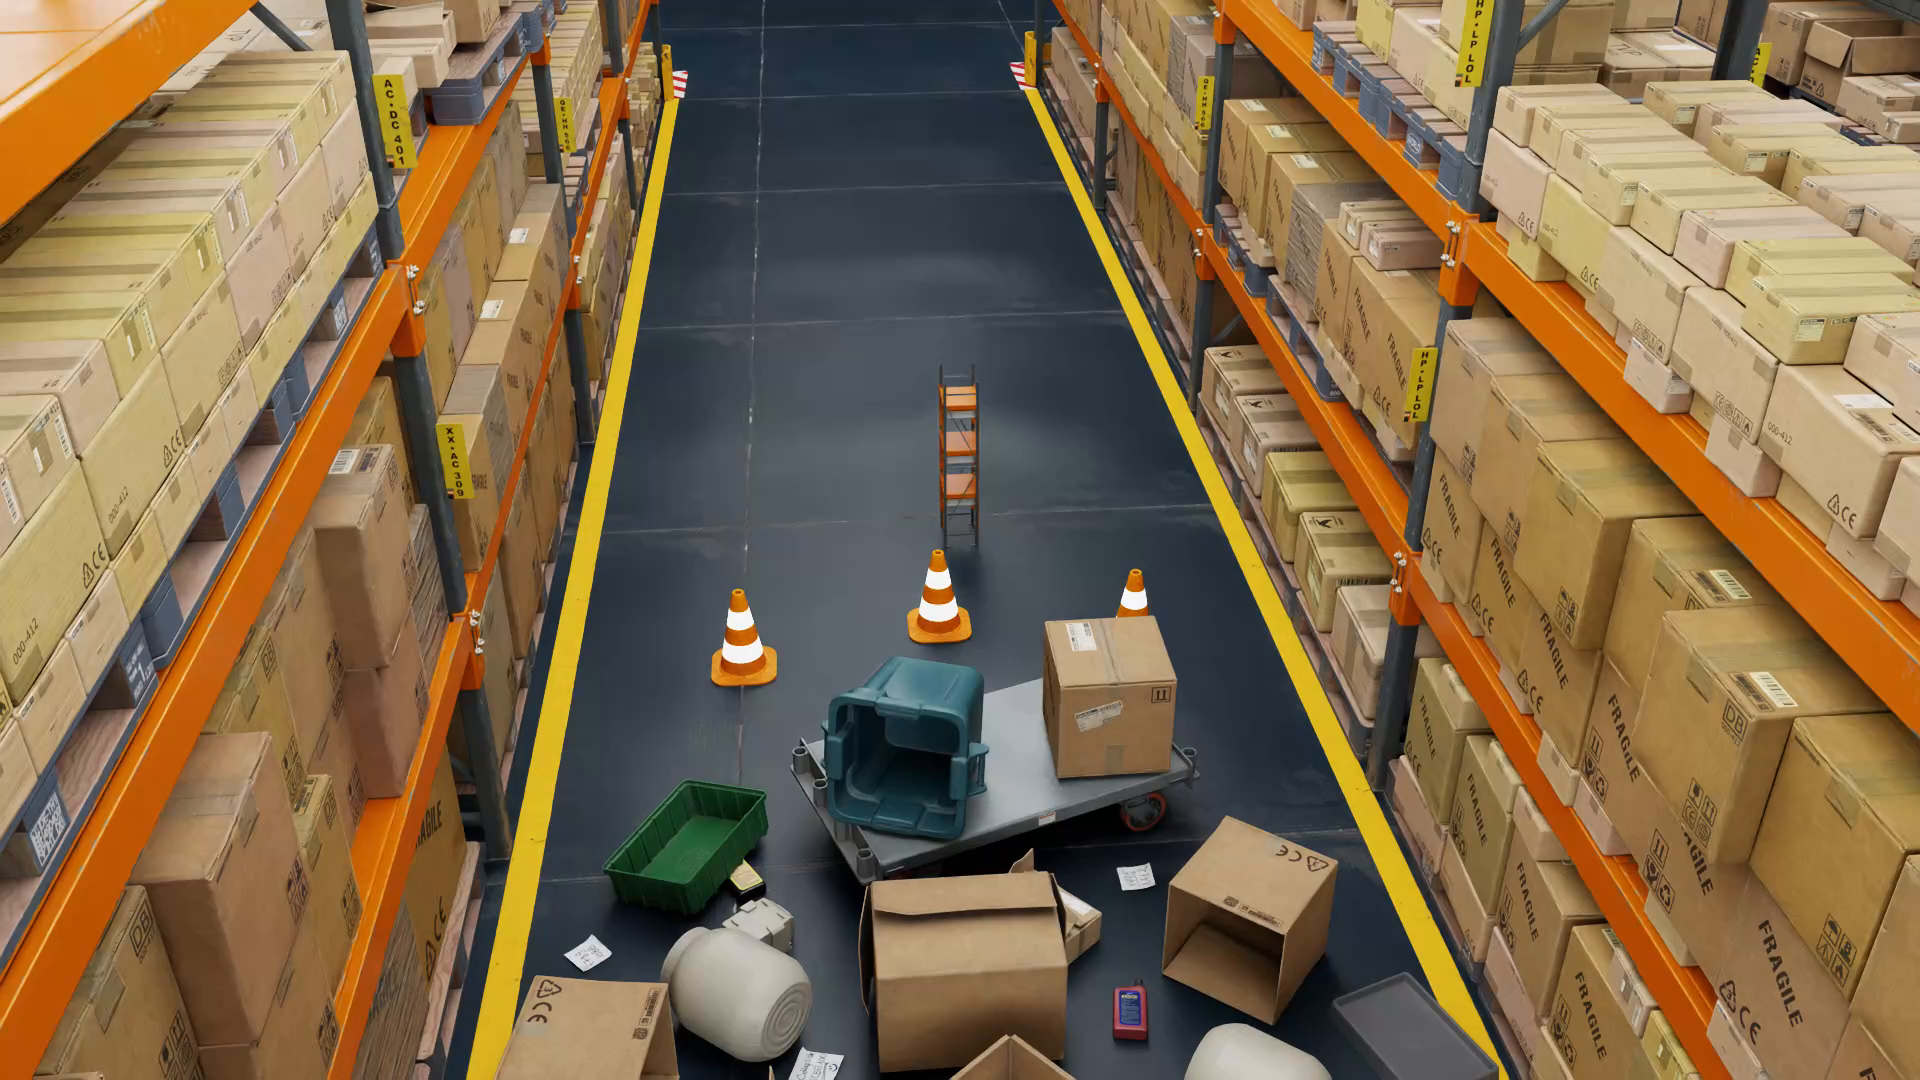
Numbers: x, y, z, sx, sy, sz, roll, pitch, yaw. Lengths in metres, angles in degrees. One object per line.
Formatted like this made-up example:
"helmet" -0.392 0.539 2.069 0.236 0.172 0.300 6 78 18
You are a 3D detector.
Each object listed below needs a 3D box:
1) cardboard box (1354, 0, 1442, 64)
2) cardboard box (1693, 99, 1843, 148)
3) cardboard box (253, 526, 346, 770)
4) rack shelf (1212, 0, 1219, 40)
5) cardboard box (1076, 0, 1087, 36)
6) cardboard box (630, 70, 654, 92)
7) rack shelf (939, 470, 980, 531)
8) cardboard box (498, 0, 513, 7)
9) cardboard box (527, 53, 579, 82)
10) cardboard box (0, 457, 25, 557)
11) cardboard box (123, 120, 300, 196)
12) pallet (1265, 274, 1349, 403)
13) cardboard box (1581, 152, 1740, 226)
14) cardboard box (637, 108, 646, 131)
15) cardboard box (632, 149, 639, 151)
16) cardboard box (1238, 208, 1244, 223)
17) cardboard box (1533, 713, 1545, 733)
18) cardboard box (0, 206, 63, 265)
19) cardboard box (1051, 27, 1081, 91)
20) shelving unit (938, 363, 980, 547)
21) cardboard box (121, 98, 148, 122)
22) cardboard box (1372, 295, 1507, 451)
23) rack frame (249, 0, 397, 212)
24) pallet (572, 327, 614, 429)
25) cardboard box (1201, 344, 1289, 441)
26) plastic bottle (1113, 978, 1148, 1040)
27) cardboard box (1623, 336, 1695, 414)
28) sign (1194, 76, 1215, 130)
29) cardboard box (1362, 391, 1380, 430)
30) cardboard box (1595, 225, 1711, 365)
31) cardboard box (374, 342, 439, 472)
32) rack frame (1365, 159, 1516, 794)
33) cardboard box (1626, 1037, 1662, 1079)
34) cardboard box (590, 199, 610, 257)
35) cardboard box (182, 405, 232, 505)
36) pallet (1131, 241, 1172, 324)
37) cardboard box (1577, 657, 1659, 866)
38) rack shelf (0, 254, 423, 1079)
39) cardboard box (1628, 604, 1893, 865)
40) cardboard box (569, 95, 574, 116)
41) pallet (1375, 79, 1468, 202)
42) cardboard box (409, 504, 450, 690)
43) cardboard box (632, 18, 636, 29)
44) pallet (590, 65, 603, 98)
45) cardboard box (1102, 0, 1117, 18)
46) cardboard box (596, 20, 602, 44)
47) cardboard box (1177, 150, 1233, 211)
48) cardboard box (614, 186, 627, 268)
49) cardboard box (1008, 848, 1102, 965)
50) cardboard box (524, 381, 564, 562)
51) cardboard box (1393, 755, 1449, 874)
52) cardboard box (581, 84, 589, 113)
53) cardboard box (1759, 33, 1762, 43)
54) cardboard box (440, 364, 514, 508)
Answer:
"cardboard box" 2.132 -2.372 7.608 0.500 0.250 0.500 -2 31 -4
"cardboard box" 2.768 -1.400 5.711 0.380 0.149 0.250 -3 31 -6
"cardboard box" -2.418 0.350 5.040 0.875 0.550 0.550 -3 31 -5
"rack shelf" 1.859 -4.201 11.634 1.077 0.370 4.000 -3 31 -5
"cardboard box" 1.321 -4.773 14.718 0.500 0.500 0.500 -3 31 -6
"cardboard box" -3.160 -4.423 16.020 0.380 0.149 0.250 -2 31 -3
"rack shelf" -0.005 -0.230 9.674 0.215 0.259 0.240 -3 31 -5
"cardboard box" -2.476 -2.865 8.277 0.500 0.311 0.500 -3 31 -5
"cardboard box" -2.867 -3.284 11.577 0.380 0.149 0.250 -3 31 -5
"cardboard box" -1.886 -0.017 2.889 0.380 0.149 0.250 -3 31 -5
"cardboard box" -2.078 -1.059 4.633 0.380 0.149 0.250 -2 31 -4
"pallet" 2.272 -1.110 8.870 1.003 0.211 1.213 -3 31 -5
"cardboard box" 2.192 -1.102 5.213 0.380 0.149 0.250 -3 31 -5
"cardboard box" -3.118 -3.898 15.431 0.380 0.149 0.250 -3 31 -5
"cardboard box" -3.060 -3.372 14.841 0.380 0.149 0.250 -3 31 -5
"cardboard box" 1.885 -1.952 9.929 0.380 0.149 0.250 -5 31 -8
"cardboard box" 2.305 0.649 5.984 0.380 0.149 0.250 -3 31 -5
"cardboard box" -2.636 -0.666 4.364 0.500 0.250 0.500 -3 31 -5
"cardboard box" 1.460 -5.033 17.341 0.875 0.438 0.875 -4 31 -6
"shelving unit" -0.005 -0.478 9.527 0.215 1.050 0.252 -3 31 -5
"cardboard box" -2.803 -1.413 5.226 0.380 0.149 0.250 -2 31 -4
"cardboard box" 2.148 -0.734 7.257 0.500 0.500 0.500 -3 31 -6
"rack frame" -2.499 -2.445 5.068 1.000 3.000 0.127 -3 31 -5
"pallet" -2.944 -1.114 11.409 1.003 0.211 1.213 -3 31 -5
"cardboard box" 2.089 -0.964 10.592 0.950 0.372 0.625 -5 31 -8
"plastic bottle" 0.673 1.852 6.590 0.133 0.061 0.283 2 31 4
"cardboard box" 2.238 -0.505 4.990 0.380 0.149 0.250 -3 31 -6
"sign" 1.494 -2.670 10.165 0.100 0.325 0.005 -3 31 -5
"cardboard box" 2.090 -0.616 7.692 0.380 0.149 0.250 -4 31 -6
"cardboard box" 2.280 -0.753 5.016 0.500 0.250 0.500 -2 31 -4
"cardboard box" -2.551 -0.595 6.749 0.700 0.500 0.500 -3 31 -5
"rack frame" 2.420 -0.159 7.090 1.000 3.000 0.127 -3 31 -5
"cardboard box" 2.407 1.899 5.186 0.500 0.500 0.500 -2 31 -3
"cardboard box" -2.777 -2.217 11.833 0.500 0.250 0.500 -3 31 -4
"cardboard box" -1.980 -0.195 3.965 0.380 0.149 0.250 -2 31 -4
"pallet" 1.937 -2.031 12.945 1.003 0.211 1.213 -3 31 -5
"cardboard box" 2.355 0.678 5.302 0.500 0.500 0.500 -2 31 -4
"rack shelf" -2.312 0.172 4.313 1.077 0.370 4.000 -3 31 -5
"cardboard box" 2.339 0.519 4.593 0.700 0.500 0.500 -3 31 -5
"cardboard box" -2.820 -2.899 11.224 0.380 0.149 0.250 -3 31 -5
"pallet" 2.468 -1.686 6.905 1.213 0.211 1.003 -3 31 -5
"cardboard box" -2.452 0.254 6.254 0.875 0.550 0.550 -3 31 -5
"cardboard box" -3.118 -4.677 14.899 0.380 0.149 0.250 -1 31 -2
"pallet" -3.320 -3.475 12.829 1.003 0.211 1.213 -3 31 -5
"cardboard box" 1.428 -4.477 13.247 0.500 0.500 0.500 -2 31 -4
"cardboard box" -3.013 -3.961 13.001 0.380 0.149 0.250 -2 31 -3
"cardboard box" 1.741 -2.382 10.959 0.500 0.250 0.500 -4 31 -6
"cardboard box" -2.879 -2.434 12.927 0.500 0.500 0.500 -3 31 -6
"cardboard box" 0.359 1.534 6.923 0.396 0.266 0.258 27 40 37
"cardboard box" -2.820 -0.365 9.220 1.050 0.750 0.750 -2 31 -4
"cardboard box" 2.206 1.156 7.162 0.500 0.250 0.500 -4 31 -7
"cardboard box" -2.887 -3.168 11.965 0.380 0.149 0.250 -1 31 -2
"cardboard box" 6.362 -3.878 13.038 0.396 0.266 0.258 -1 31 -2
"cardboard box" -2.328 -0.452 7.484 0.500 0.500 0.500 -3 31 -4
